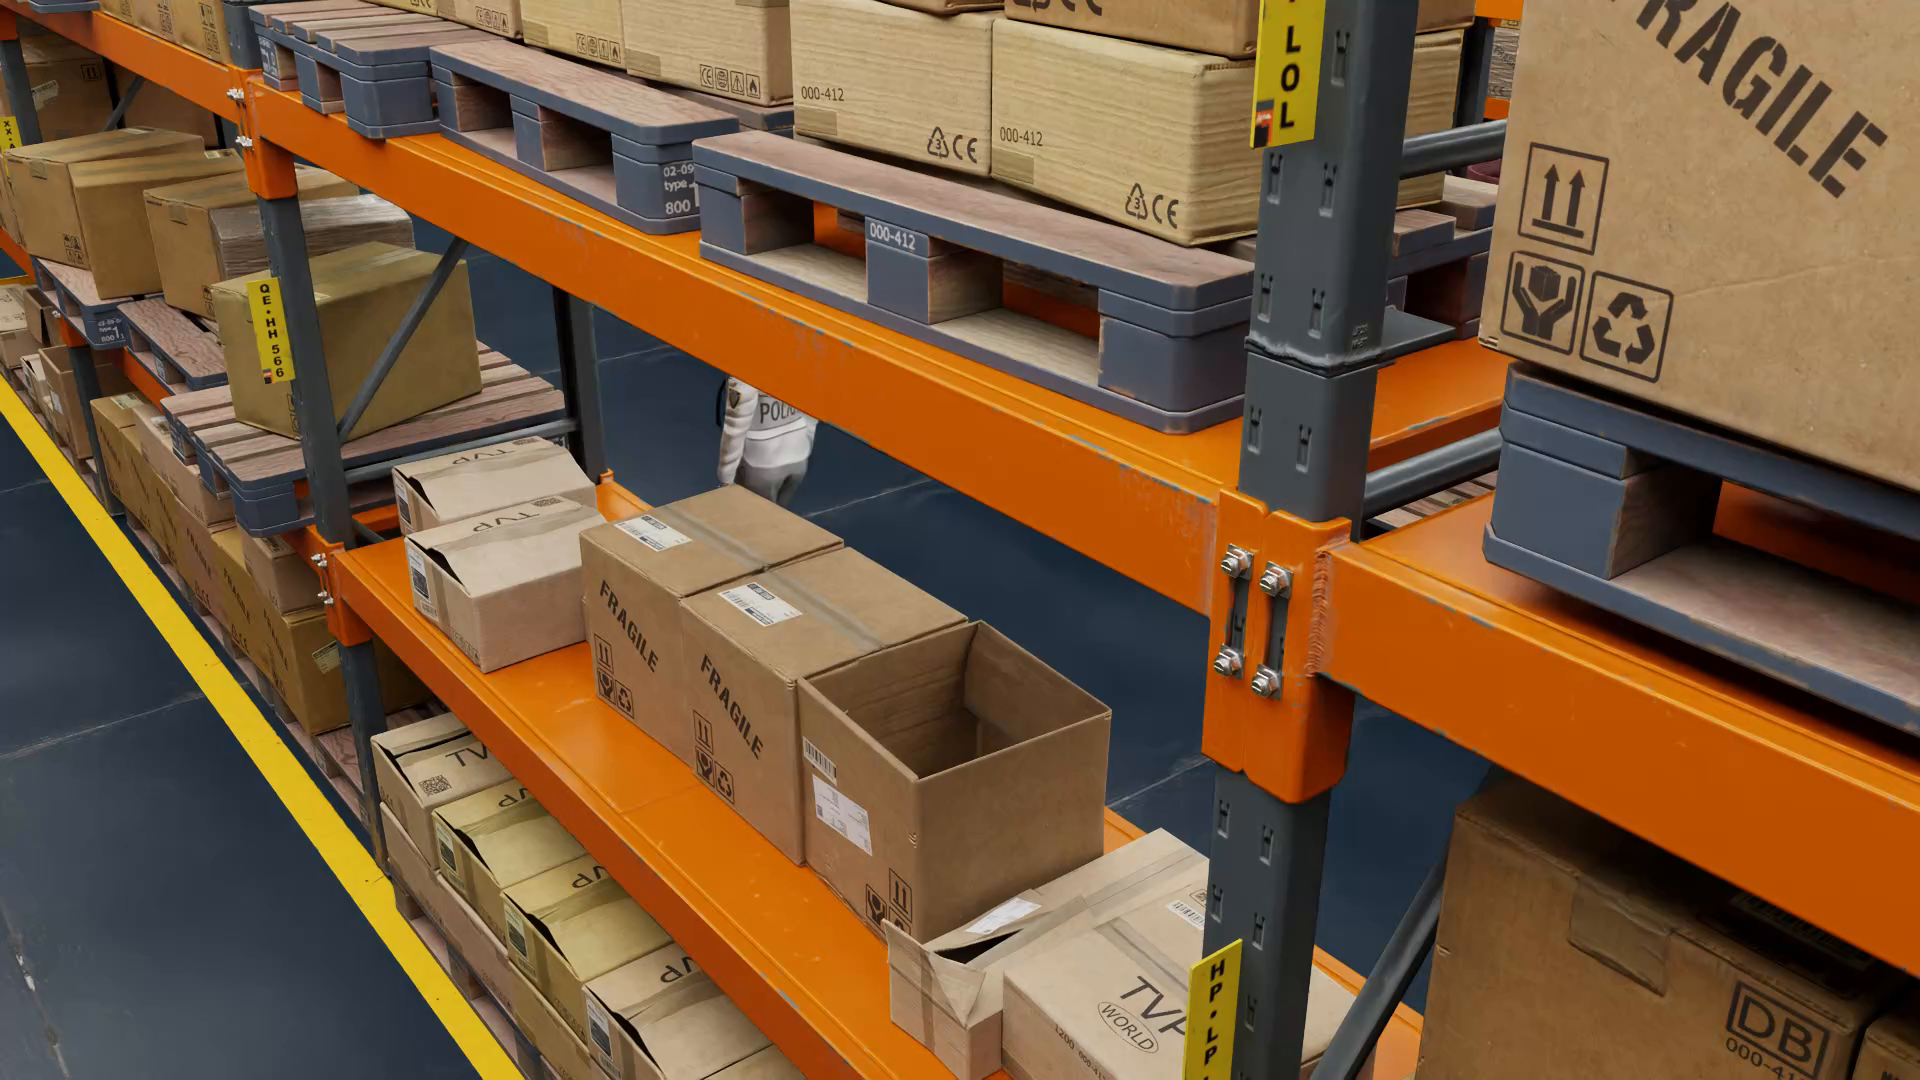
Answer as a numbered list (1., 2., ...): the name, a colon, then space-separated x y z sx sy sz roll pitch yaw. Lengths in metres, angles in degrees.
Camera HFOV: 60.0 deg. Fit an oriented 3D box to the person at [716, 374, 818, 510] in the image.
1. person: -0.865 -0.312 7.266 0.381 1.696 0.515 20 32 36
